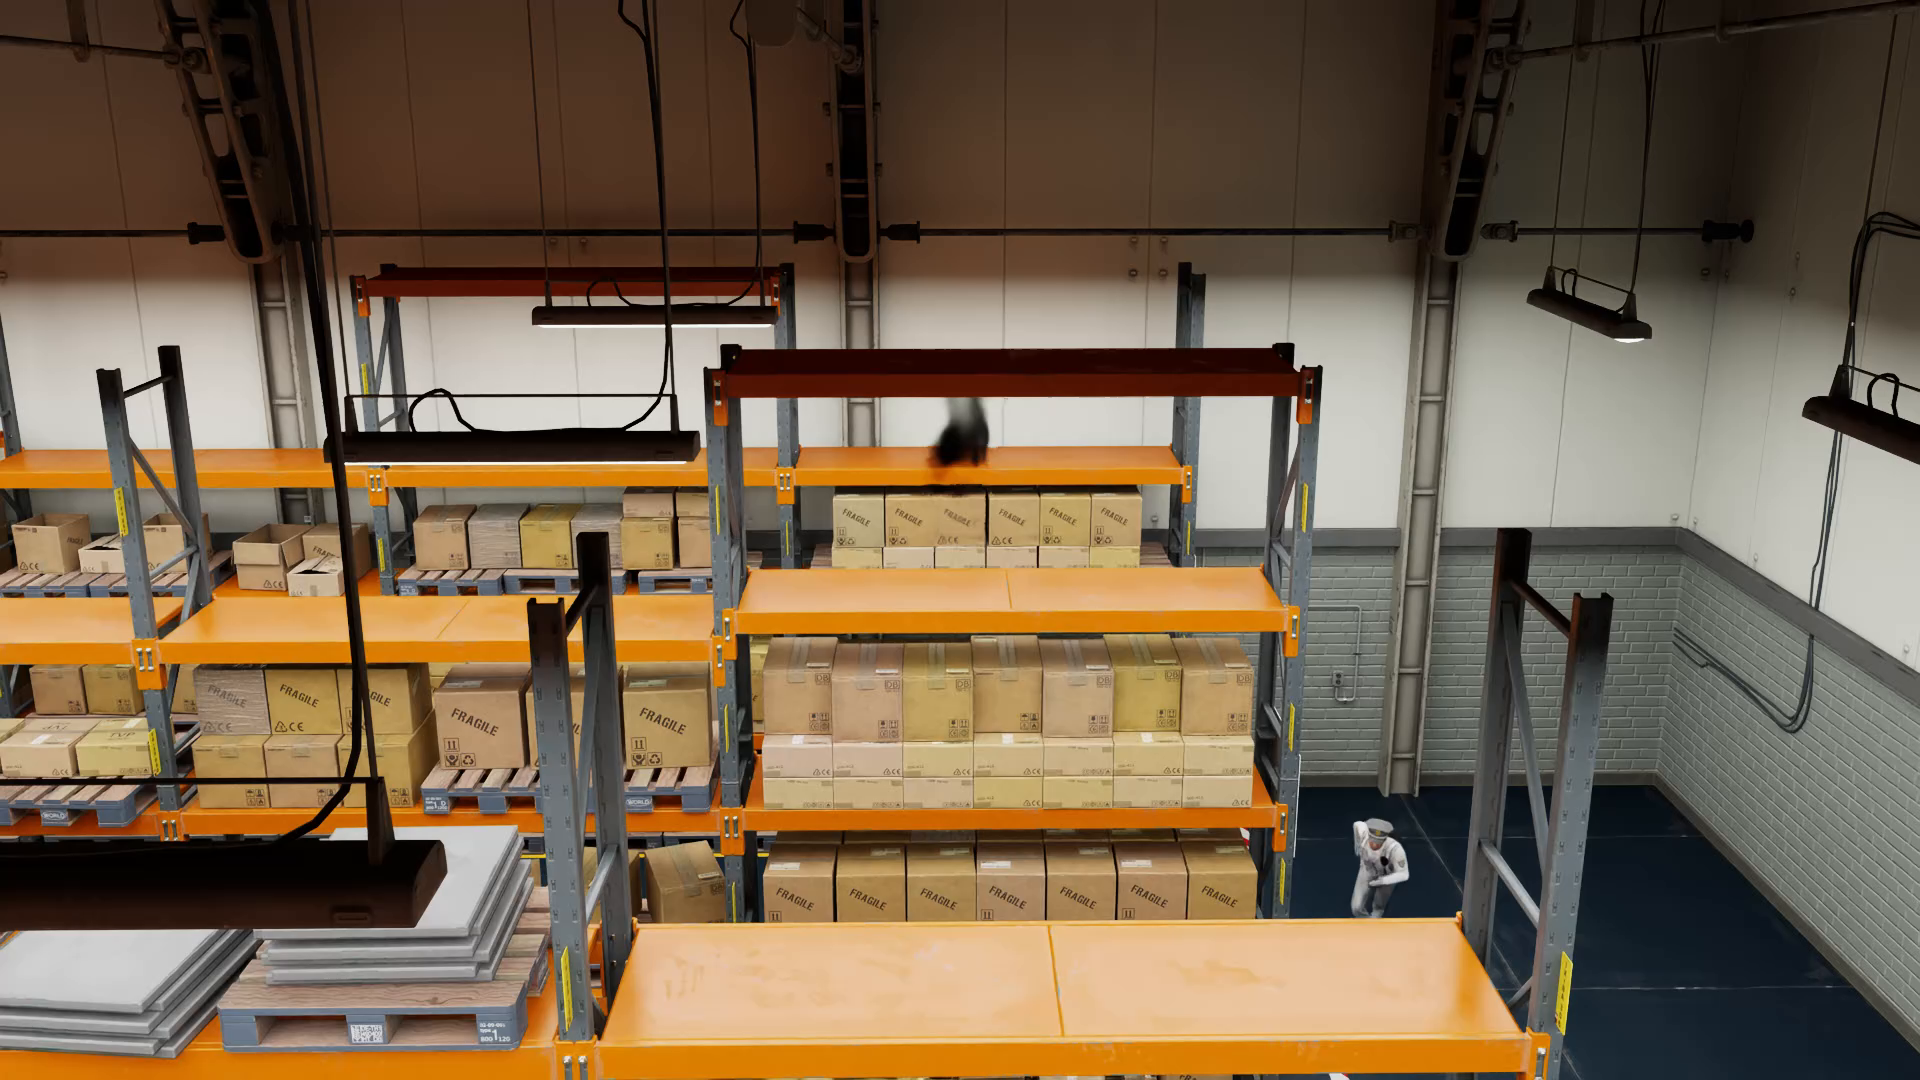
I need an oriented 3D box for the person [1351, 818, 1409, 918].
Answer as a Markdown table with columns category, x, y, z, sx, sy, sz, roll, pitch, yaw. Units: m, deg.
| category | x | y | z | sx | sy | sz | roll | pitch | yaw |
| --- | --- | --- | --- | --- | --- | --- | --- | --- | --- |
| person | 3.893 | 3.114 | 15.358 | 0.593 | 1.470 | 1.085 | 8 | 18 | 26 |
